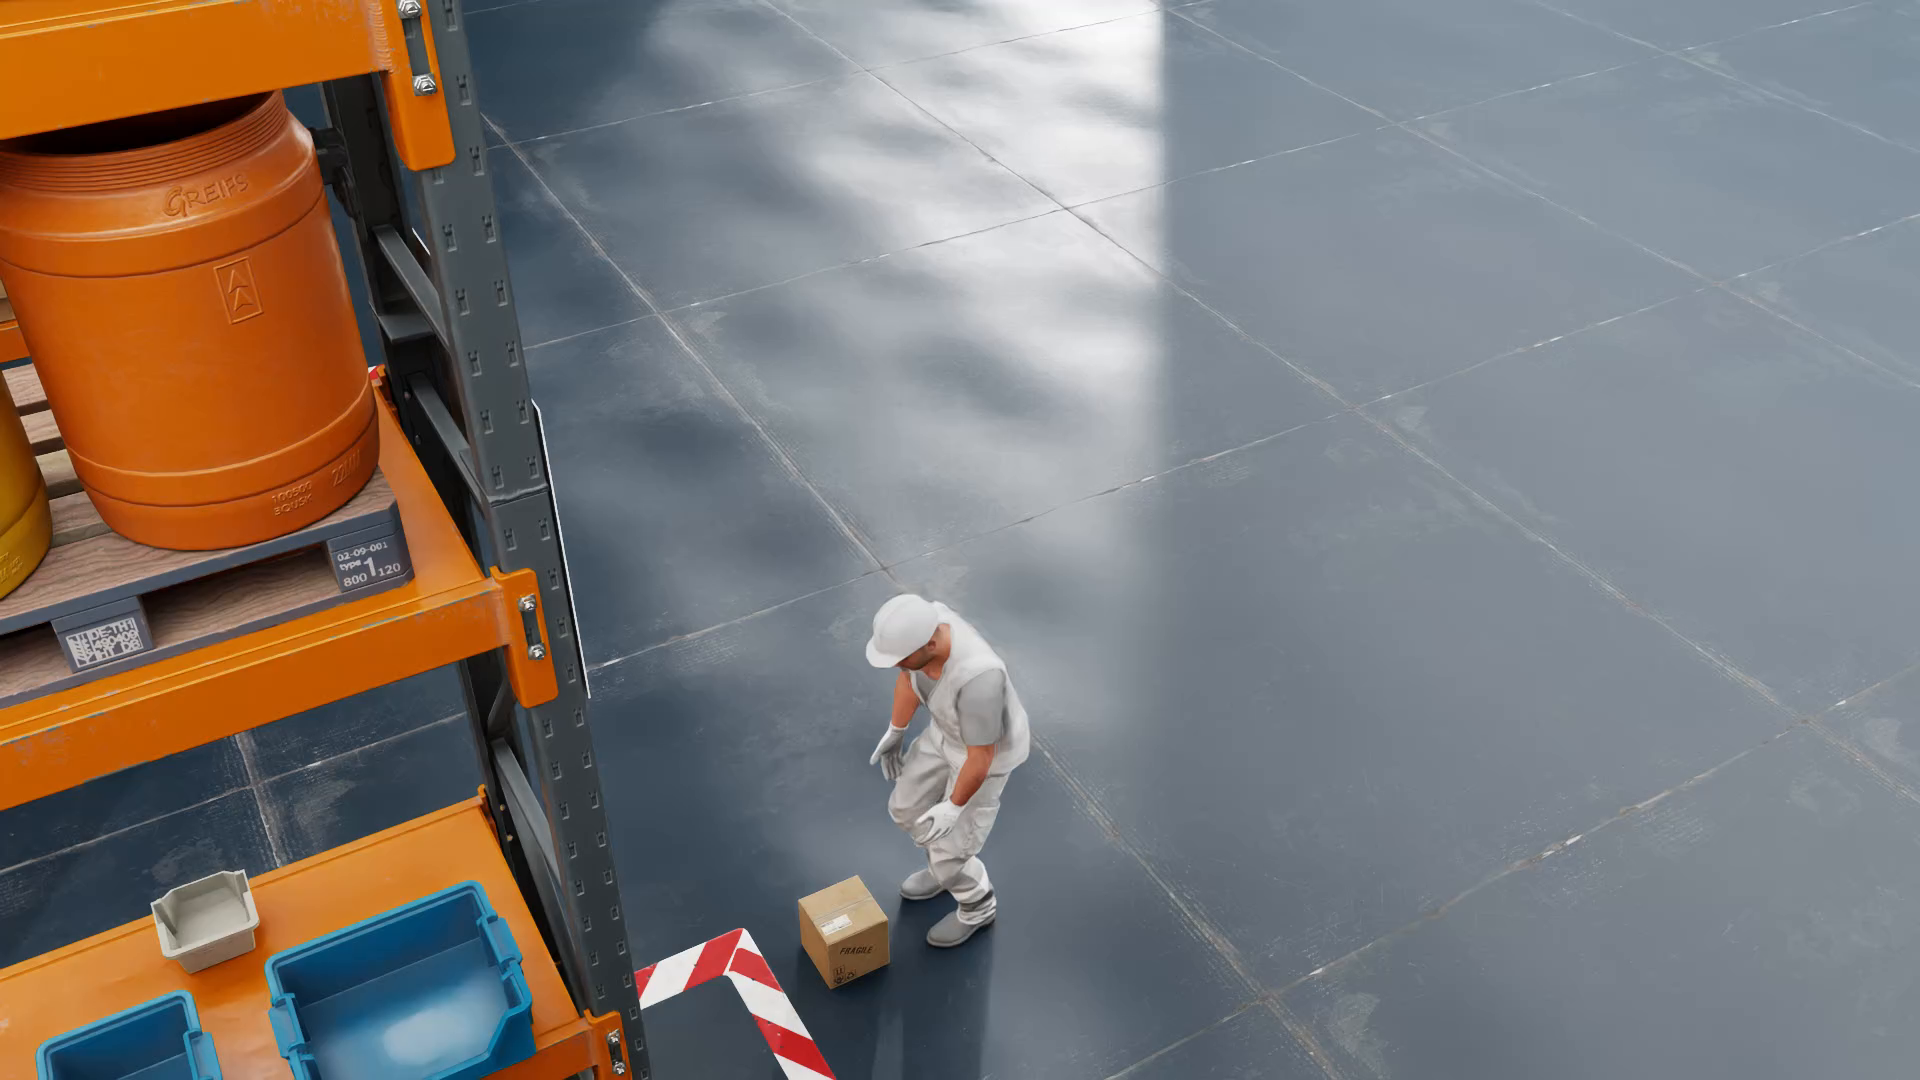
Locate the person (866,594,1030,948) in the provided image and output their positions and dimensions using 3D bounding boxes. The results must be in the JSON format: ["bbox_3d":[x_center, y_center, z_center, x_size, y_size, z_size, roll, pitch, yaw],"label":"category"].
[{"bbox_3d":[-0.042,0.800,5.965,0.602,1.627,0.568,-18,40,-23],"label":"person"}]
